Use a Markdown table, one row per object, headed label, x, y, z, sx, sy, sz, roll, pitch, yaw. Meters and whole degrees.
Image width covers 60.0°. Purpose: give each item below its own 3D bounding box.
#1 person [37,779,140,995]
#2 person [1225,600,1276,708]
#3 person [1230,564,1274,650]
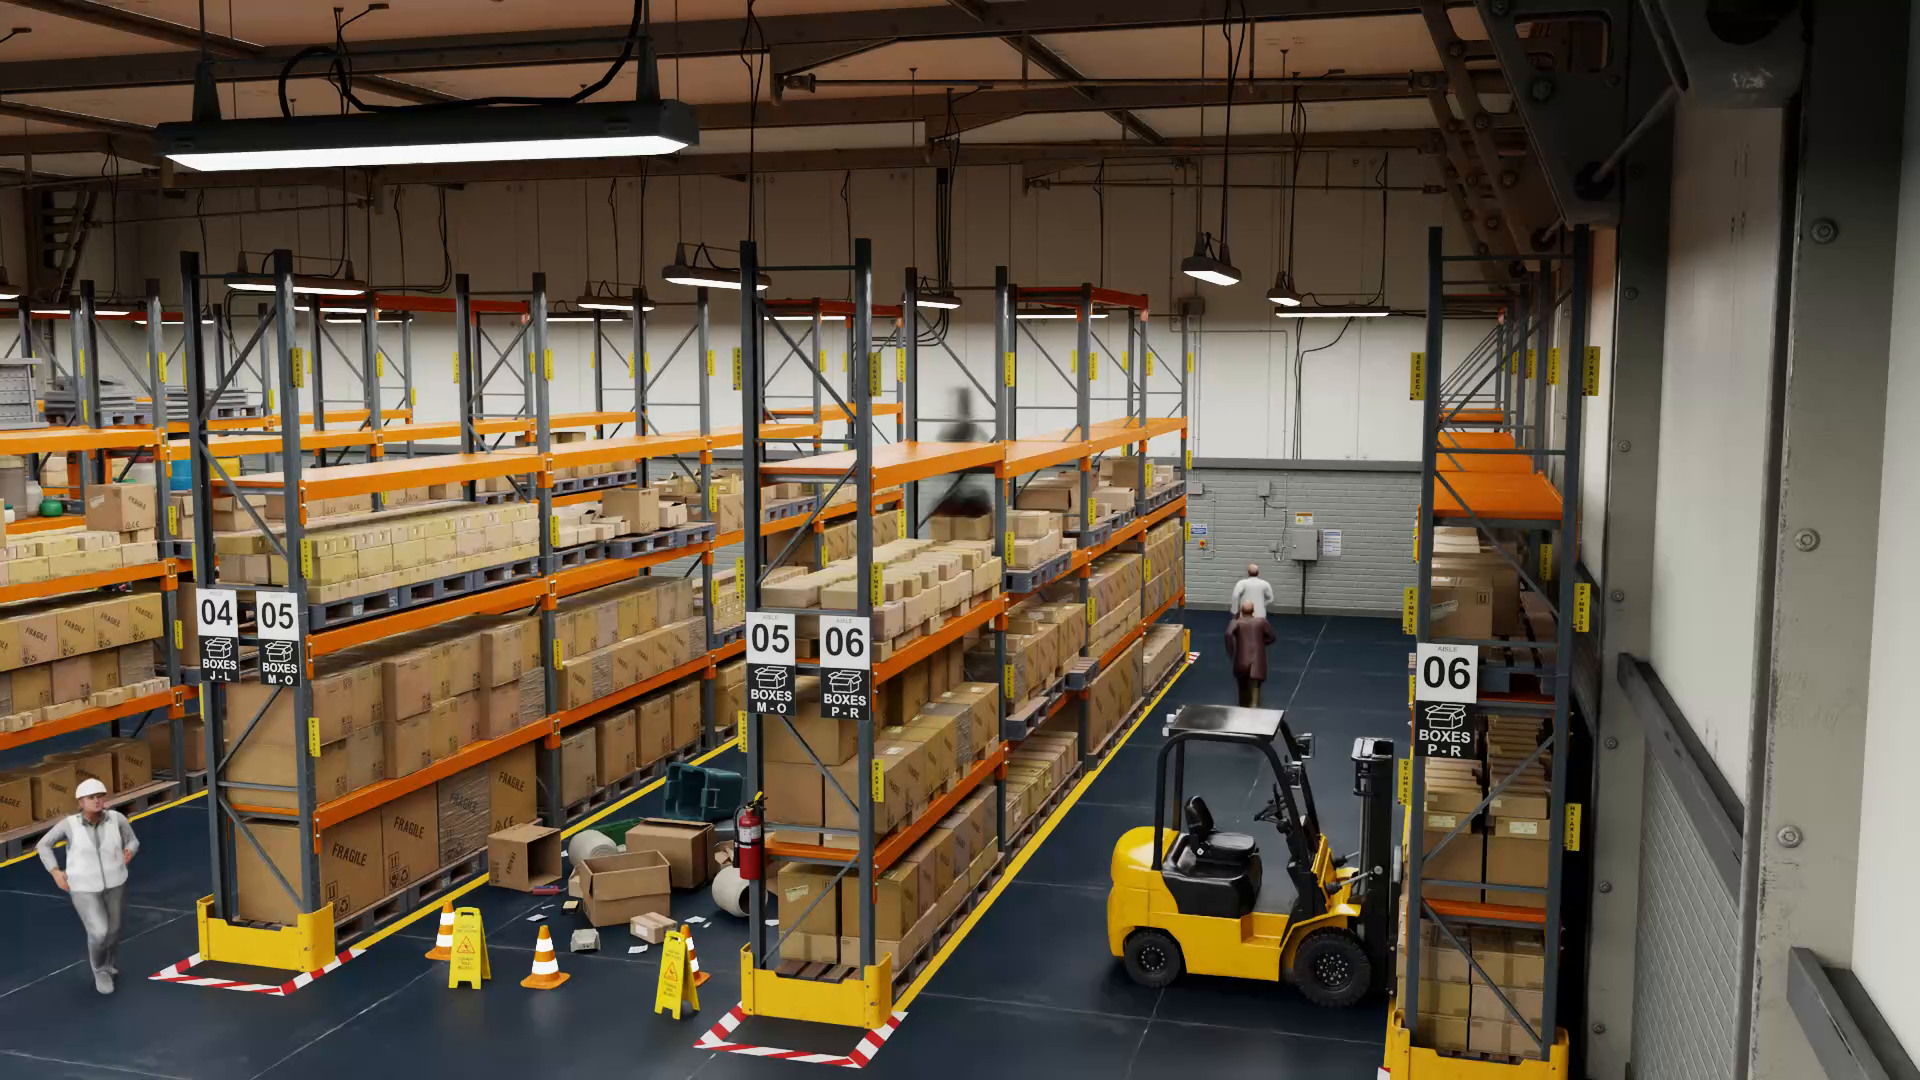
| label | x | y | z | sx | sy | sz | roll | pitch | yaw |
| --- | --- | --- | --- | --- | --- | --- | --- | --- | --- |
| person | -6.984 | 2.806 | 13.431 | 0.786 | 1.784 | 0.694 | 6 | 9 | 43 |
| person | 3.983 | 1.745 | 22.862 | 0.710 | 1.786 | 1.180 | 1 | 6 | 6 |
| person | 4.801 | 1.248 | 27.419 | 0.740 | 1.706 | 0.643 | 0 | 6 | -3 |
